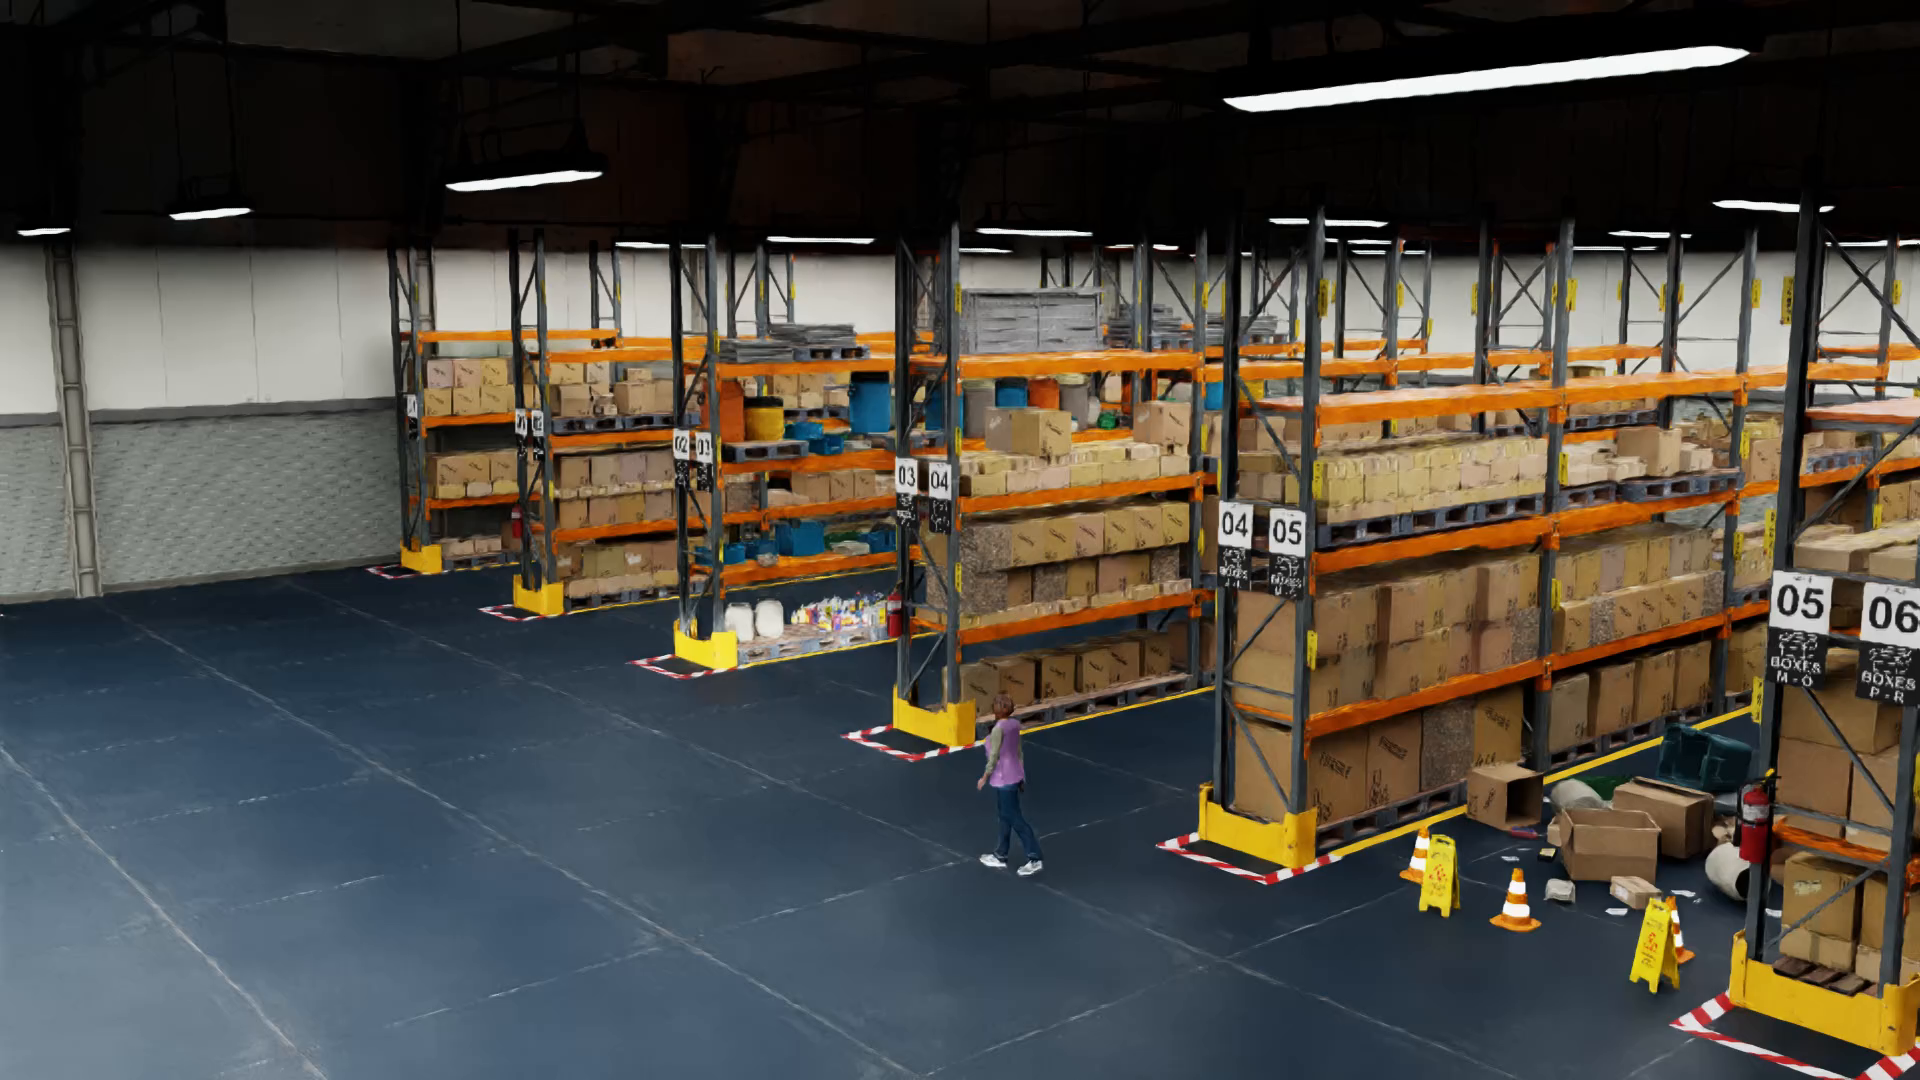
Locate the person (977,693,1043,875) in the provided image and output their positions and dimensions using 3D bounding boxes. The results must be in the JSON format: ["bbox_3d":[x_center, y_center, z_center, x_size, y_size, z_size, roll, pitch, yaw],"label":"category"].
[{"bbox_3d":[0.446,2.147,14.690,0.638,1.586,0.444,4,10,24],"label":"person"}]
